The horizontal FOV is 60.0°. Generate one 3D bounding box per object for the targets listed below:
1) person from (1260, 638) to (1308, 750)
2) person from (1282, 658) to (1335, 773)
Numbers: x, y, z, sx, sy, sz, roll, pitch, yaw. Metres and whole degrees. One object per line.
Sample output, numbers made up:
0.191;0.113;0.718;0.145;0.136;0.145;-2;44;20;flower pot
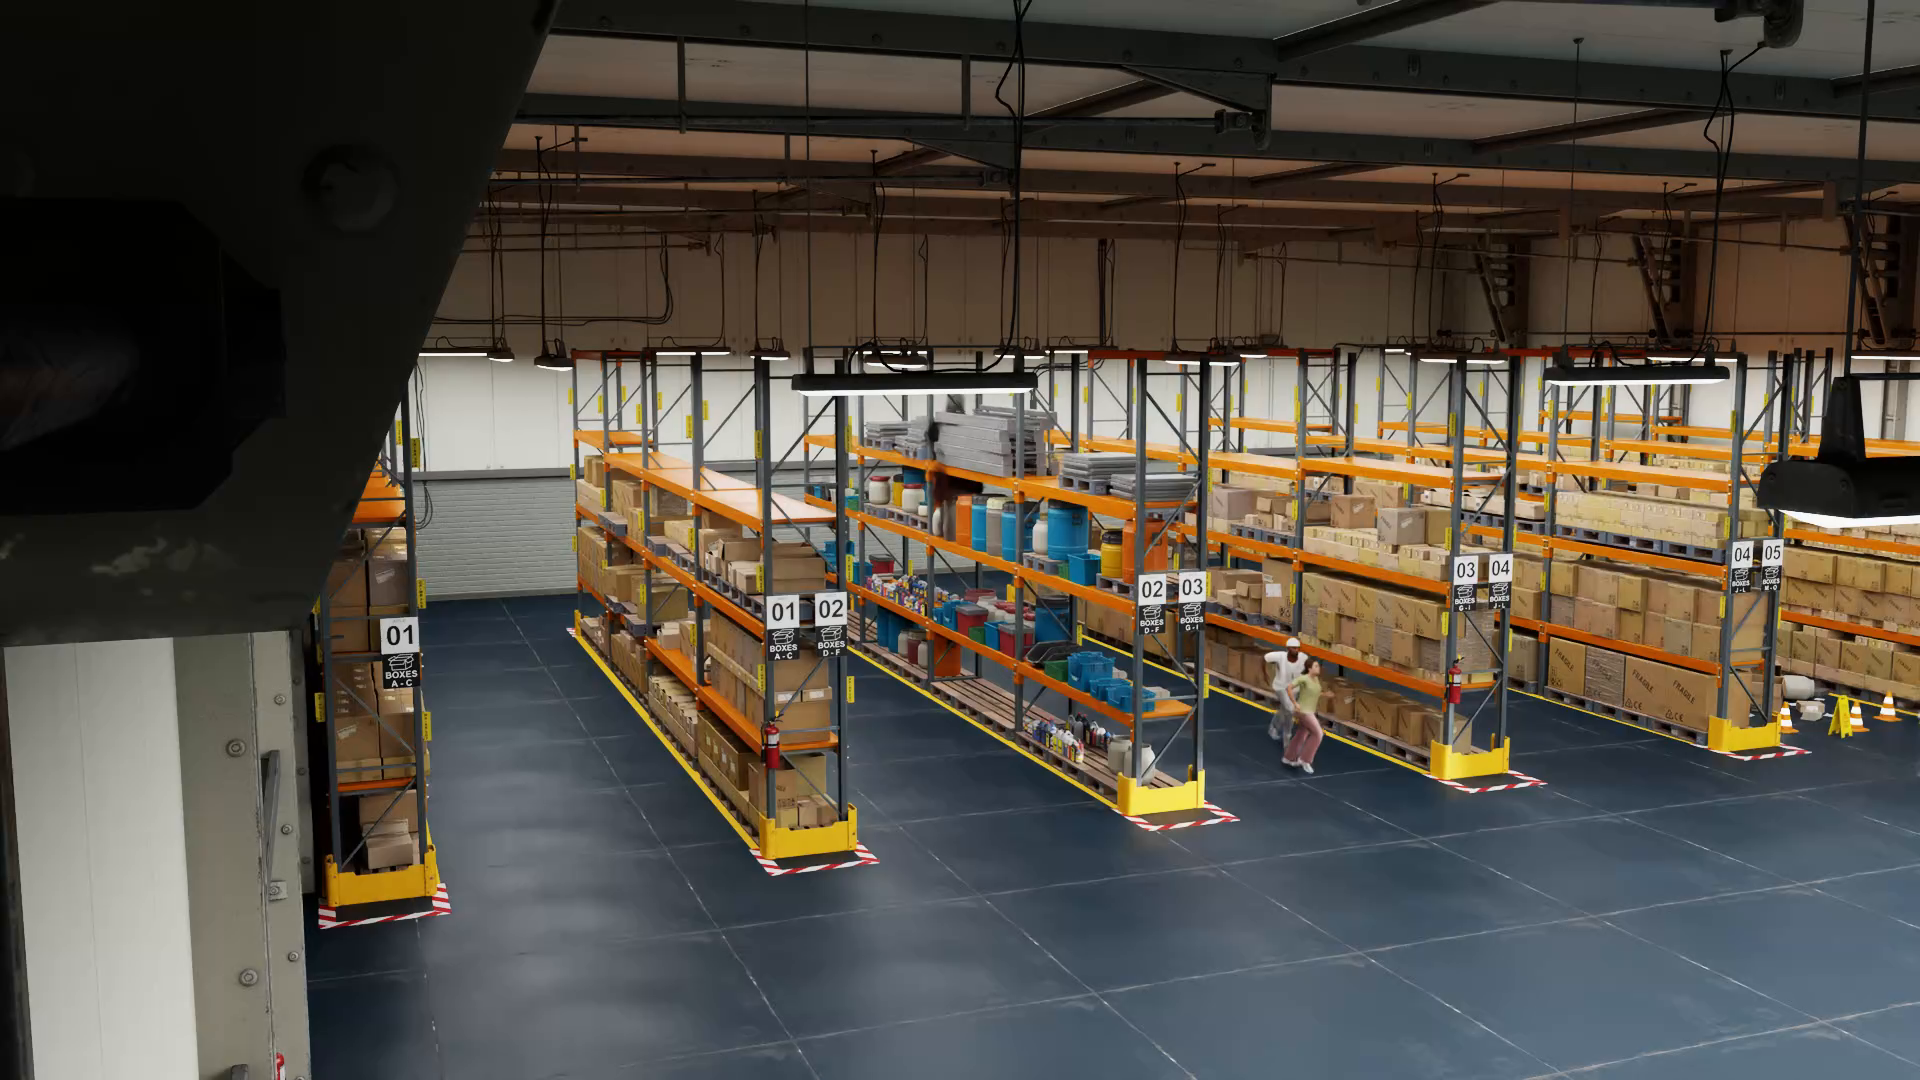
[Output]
4.984;2.322;25.440;0.684;1.746;0.936;-3;8;-21;person
5.020;2.535;24.072;0.744;1.695;0.577;5;9;34;person
